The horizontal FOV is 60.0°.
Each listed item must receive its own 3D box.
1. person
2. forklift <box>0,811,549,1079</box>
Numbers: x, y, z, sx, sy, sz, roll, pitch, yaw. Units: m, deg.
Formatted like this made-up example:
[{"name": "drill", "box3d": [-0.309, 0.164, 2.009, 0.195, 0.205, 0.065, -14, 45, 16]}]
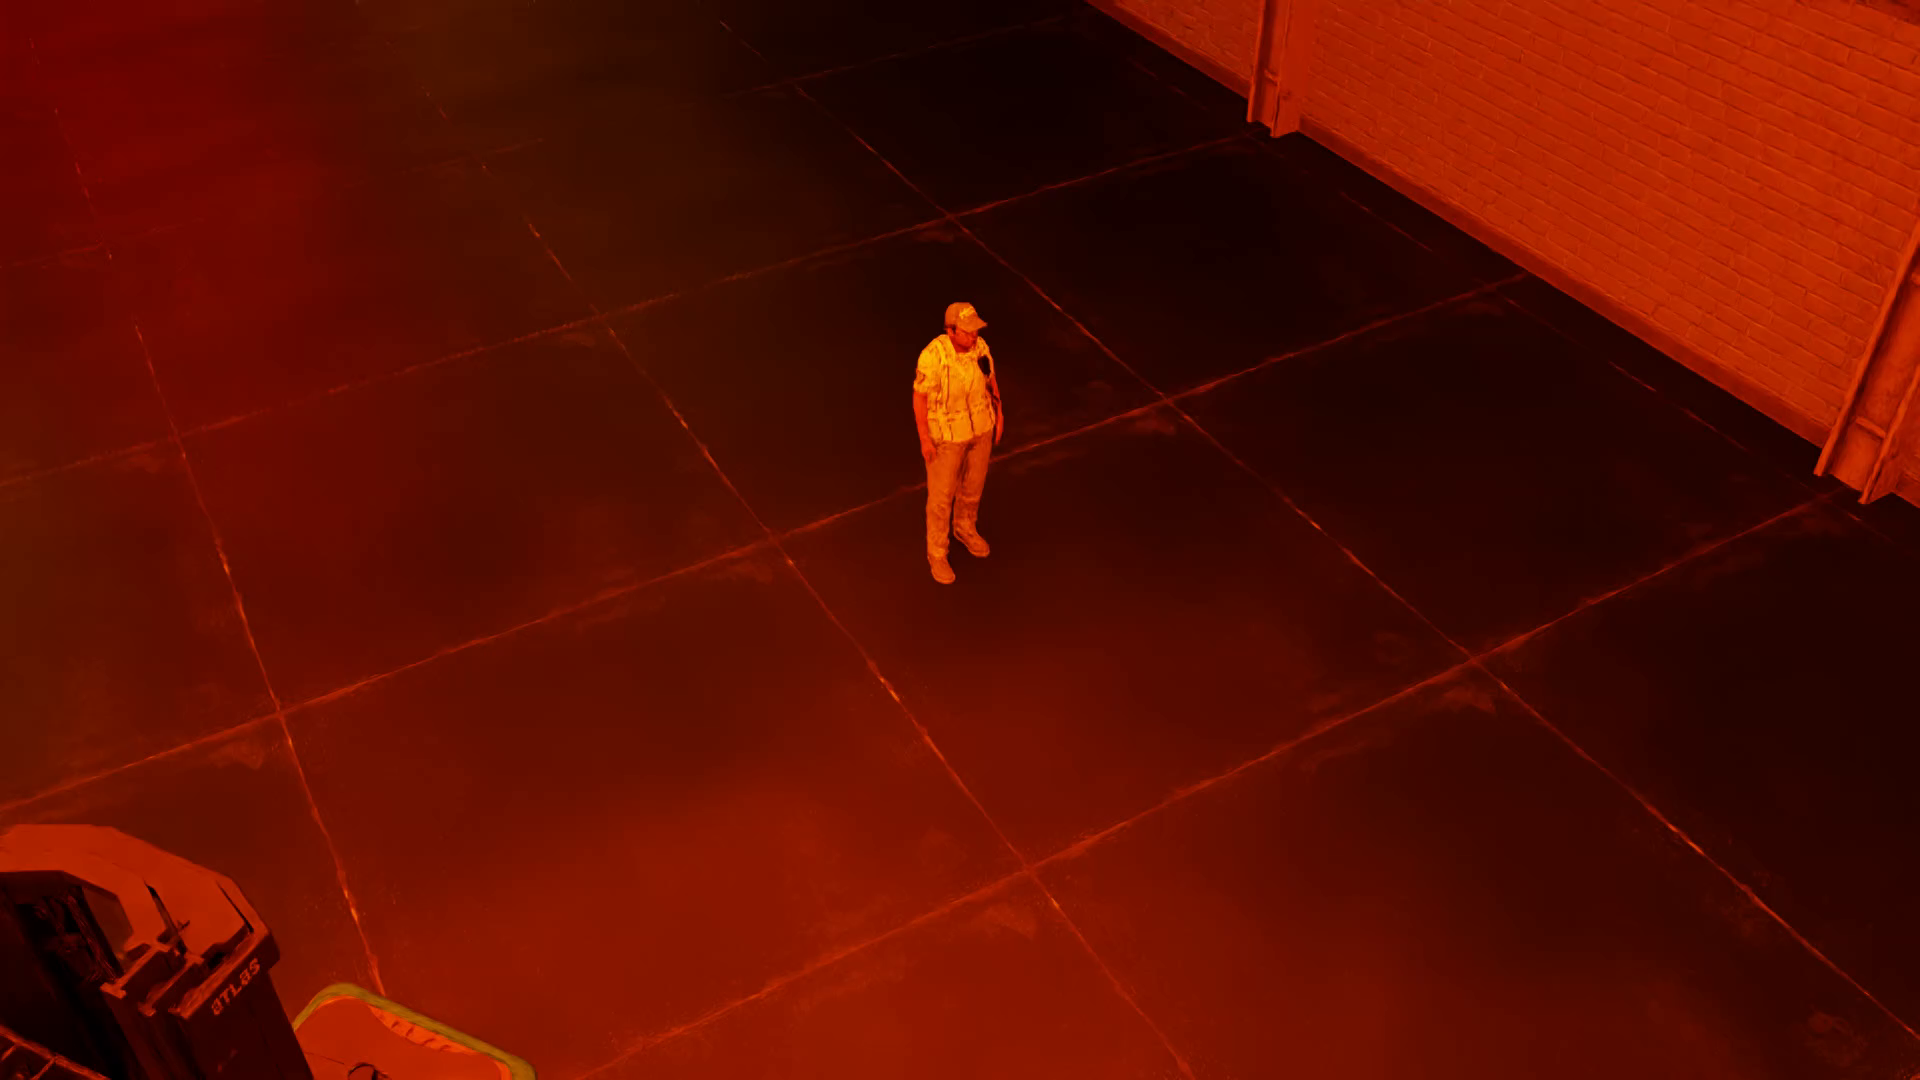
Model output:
[{"name": "person", "box3d": [0.019, -0.597, 9.736, 0.599, 1.669, 0.529, -20, 44, -23]}, {"name": "forklift", "box3d": [-2.630, 2.380, 5.167, 1.130, 2.935, 3.031, 16, 42, 19]}]
